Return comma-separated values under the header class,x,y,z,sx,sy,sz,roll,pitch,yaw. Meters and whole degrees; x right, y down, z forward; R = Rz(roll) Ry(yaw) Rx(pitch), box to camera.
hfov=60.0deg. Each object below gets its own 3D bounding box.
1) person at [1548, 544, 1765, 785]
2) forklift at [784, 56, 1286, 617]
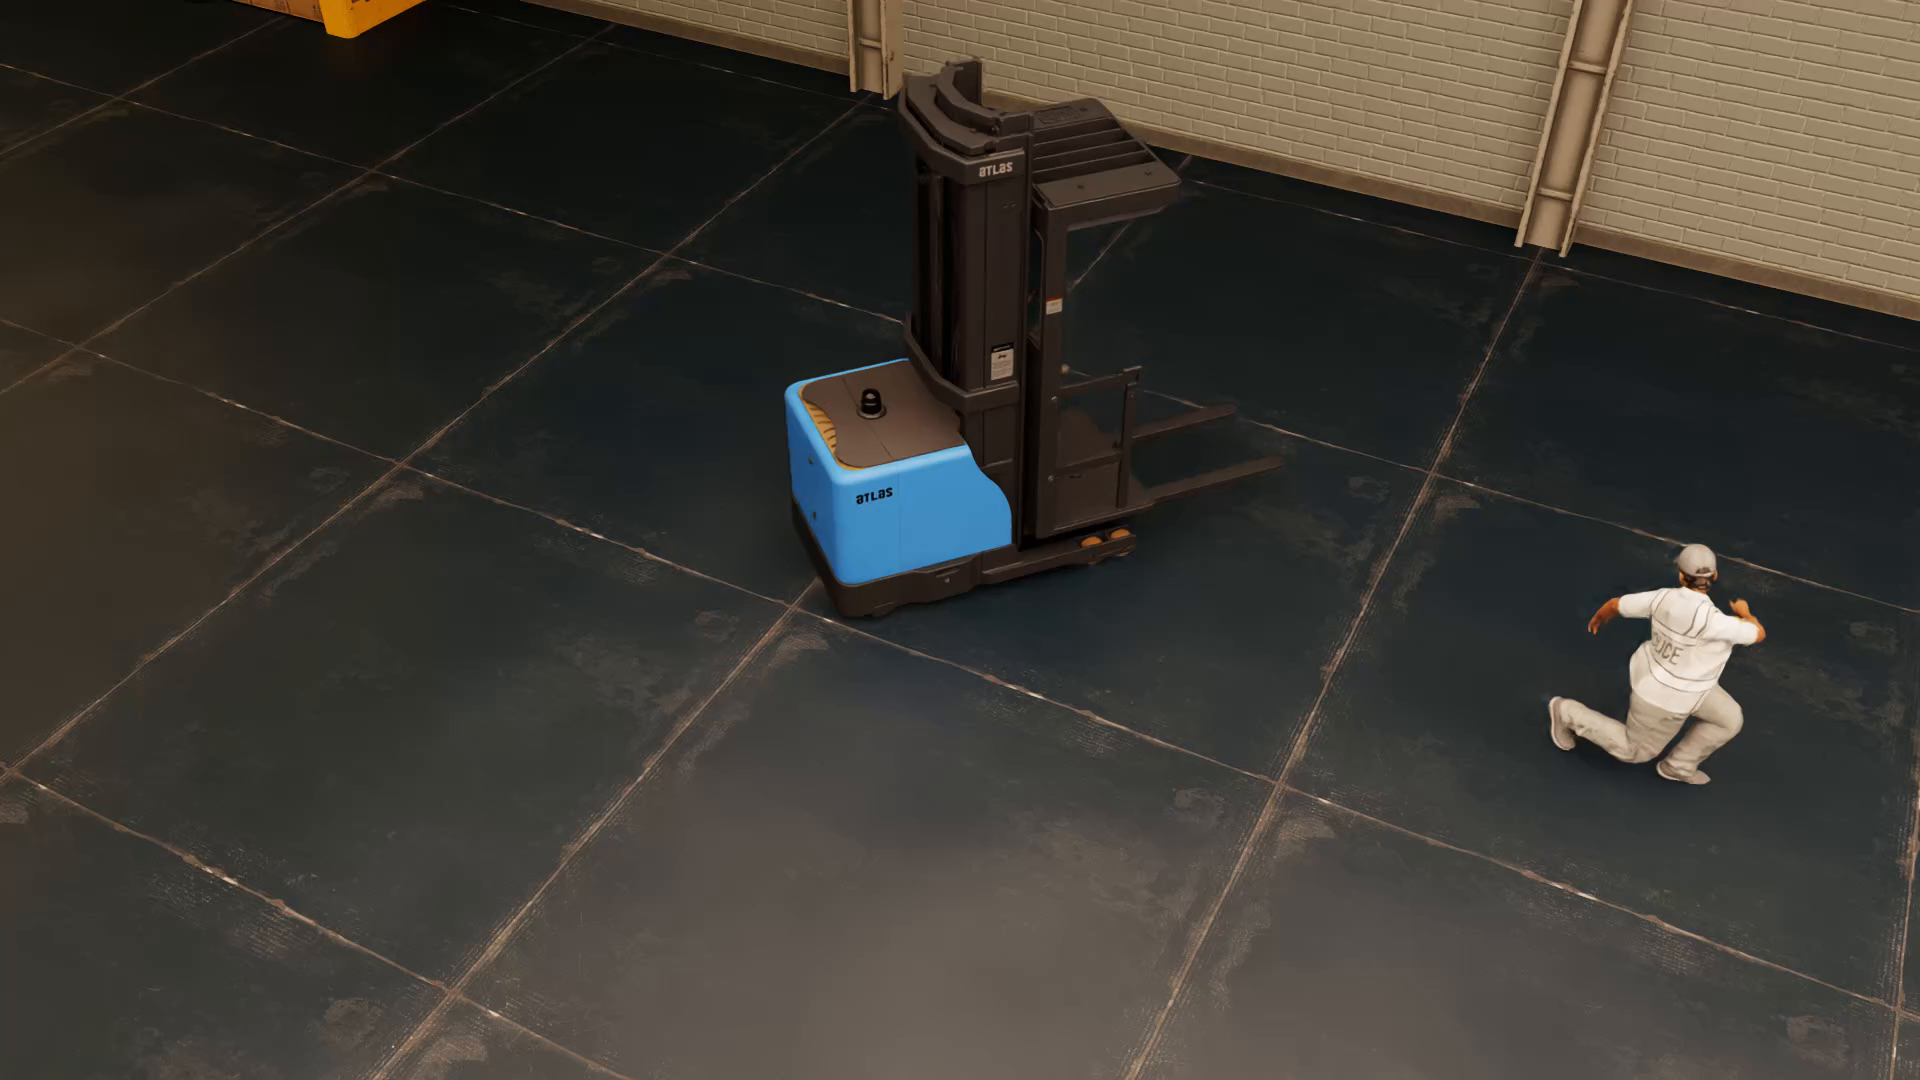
class,x,y,z,sx,sy,sz,roll,pitch,yaw
person,3.573,0.625,8.476,0.915,1.433,0.660,10,41,12
forklift,0.532,-1.276,9.501,3.031,2.935,1.130,-15,42,-17
